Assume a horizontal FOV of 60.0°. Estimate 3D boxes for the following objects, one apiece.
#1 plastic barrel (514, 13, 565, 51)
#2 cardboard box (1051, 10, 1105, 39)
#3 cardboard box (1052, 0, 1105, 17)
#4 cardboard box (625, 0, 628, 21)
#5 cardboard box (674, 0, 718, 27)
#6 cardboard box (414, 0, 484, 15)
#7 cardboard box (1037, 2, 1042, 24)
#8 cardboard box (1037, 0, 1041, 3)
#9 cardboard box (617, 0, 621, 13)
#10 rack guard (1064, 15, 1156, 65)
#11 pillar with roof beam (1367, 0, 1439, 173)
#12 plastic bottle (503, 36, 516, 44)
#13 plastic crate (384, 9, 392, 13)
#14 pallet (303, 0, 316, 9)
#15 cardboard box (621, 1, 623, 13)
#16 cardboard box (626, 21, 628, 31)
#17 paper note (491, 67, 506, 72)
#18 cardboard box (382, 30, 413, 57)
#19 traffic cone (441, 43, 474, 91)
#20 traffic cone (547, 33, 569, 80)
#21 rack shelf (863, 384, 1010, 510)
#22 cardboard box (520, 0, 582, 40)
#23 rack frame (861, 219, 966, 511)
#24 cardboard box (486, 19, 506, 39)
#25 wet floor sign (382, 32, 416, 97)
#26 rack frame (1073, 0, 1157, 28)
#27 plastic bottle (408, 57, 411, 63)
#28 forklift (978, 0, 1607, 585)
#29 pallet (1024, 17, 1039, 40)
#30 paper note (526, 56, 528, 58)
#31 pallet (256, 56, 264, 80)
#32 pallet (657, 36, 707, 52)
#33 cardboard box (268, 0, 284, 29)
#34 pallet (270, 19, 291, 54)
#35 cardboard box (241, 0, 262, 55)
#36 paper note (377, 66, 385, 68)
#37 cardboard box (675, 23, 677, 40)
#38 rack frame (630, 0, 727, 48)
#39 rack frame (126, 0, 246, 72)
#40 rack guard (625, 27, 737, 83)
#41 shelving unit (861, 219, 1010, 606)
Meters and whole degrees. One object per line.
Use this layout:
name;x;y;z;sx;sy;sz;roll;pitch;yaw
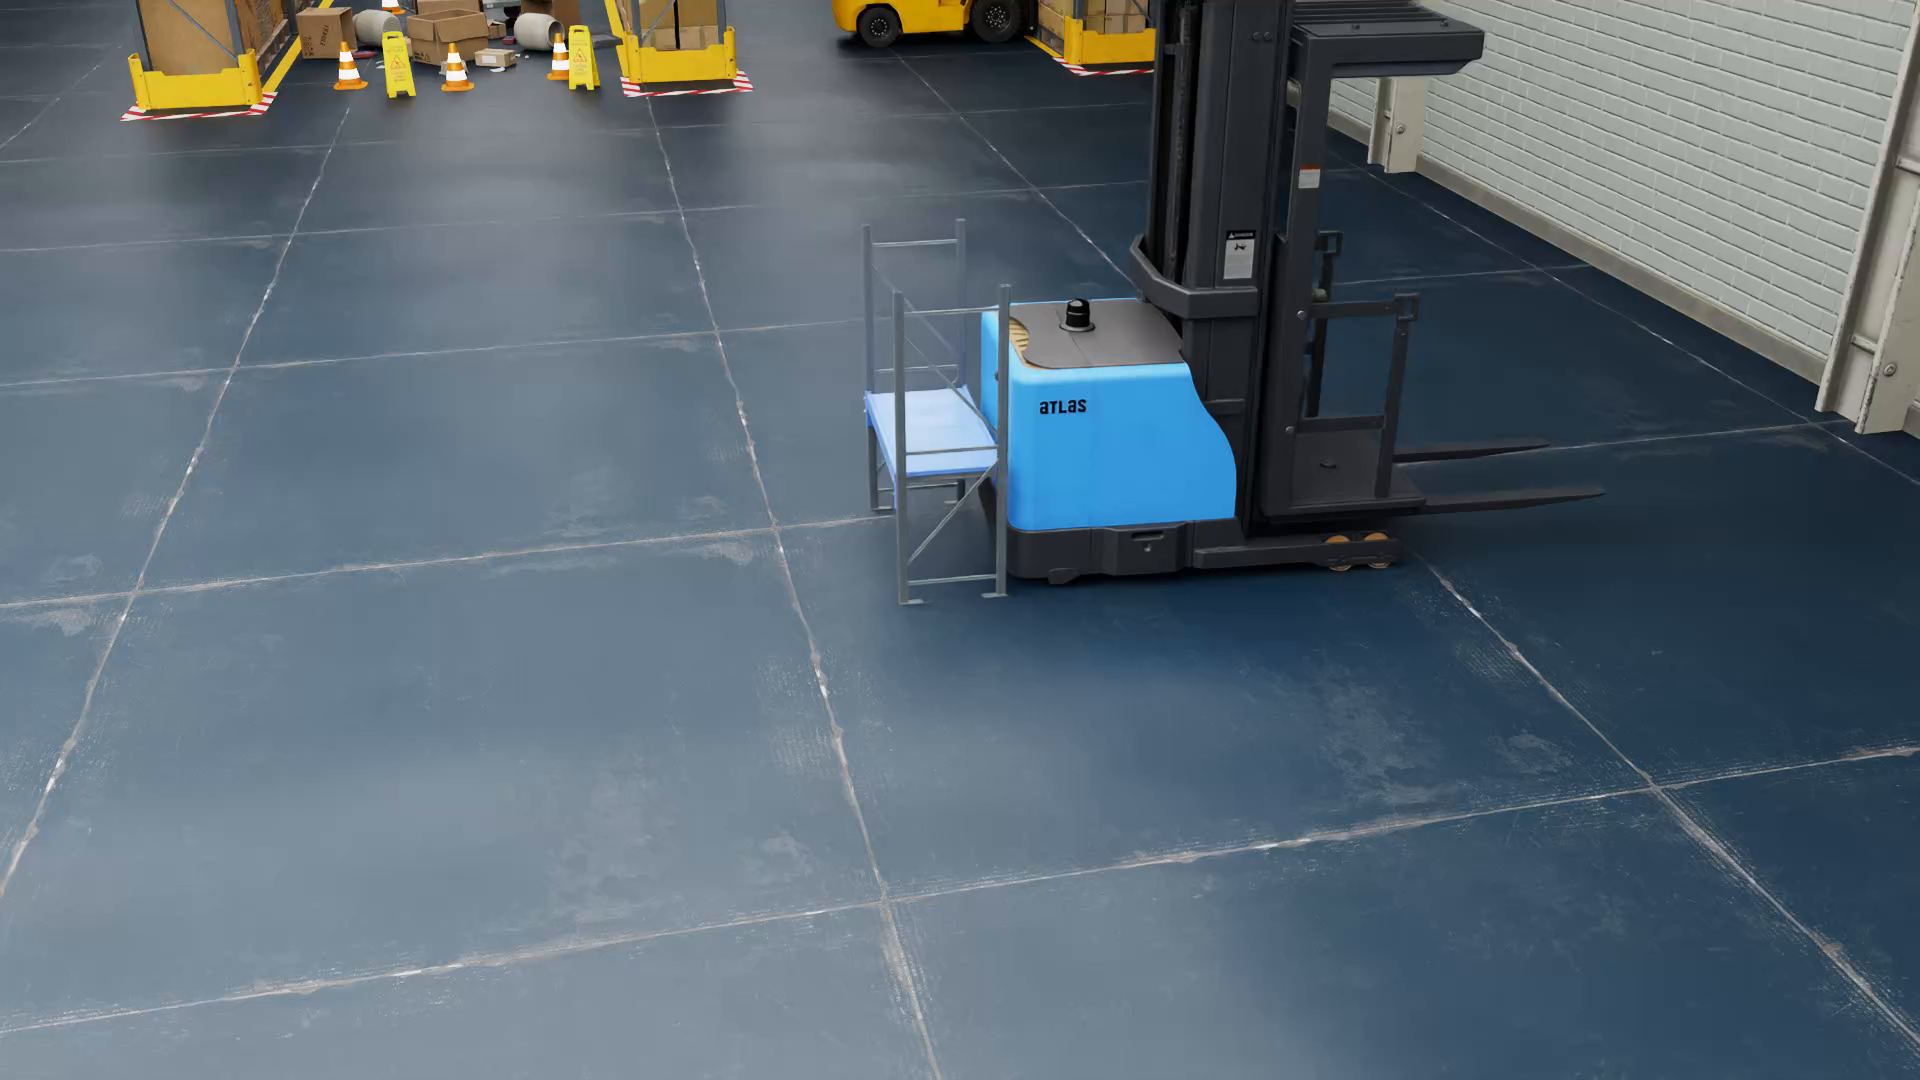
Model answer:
plastic barrel;-4.982;-6.011;19.690;0.512;0.421;0.421;13;30;24
cardboard box;1.380;-6.048;19.490;0.500;0.250;0.500;-6;27;-11
cardboard box;1.380;-6.279;19.392;0.500;0.250;0.500;-6;27;-12
cardboard box;-3.597;-6.257;19.071;0.500;0.500;0.500;-5;27;-10
cardboard box;-2.960;-6.096;18.752;0.500;0.500;0.500;-7;28;-13
cardboard box;-6.123;-6.278;19.980;0.797;0.637;0.503;-6;27;-12
cardboard box;1.173;-6.488;20.361;0.500;0.250;0.500;-6;27;-11
cardboard box;1.140;-6.725;20.276;0.500;0.250;0.500;-7;28;-13
cardboard box;-4.073;-6.838;21.054;0.500;0.250;0.500;-7;28;-14
rack guard;1.799;-5.788;19.162;1.175;0.500;0.348;-6;27;-12
pillar with roof beam;-0.327;-6.918;11.970;9.100;9.000;0.400;-6;27;-12
plastic bottle;-5.479;-6.096;20.259;0.133;0.061;0.283;-1;27;-3
plastic crate;-7.427;-6.445;20.746;0.450;0.188;0.662;-2;25;20
pallet;-9.268;-7.240;22.361;1.003;0.211;1.213;-6;27;-12
cardboard box;-3.819;-6.372;20.131;0.500;0.250;0.500;-6;27;-12
cardboard box;-3.595;-5.924;19.244;0.500;0.250;0.500;-6;27;-11
paper note;-5.194;-5.296;18.708;0.148;0.019;0.142;-16;31;-29
cardboard box;-6.561;-5.829;19.505;0.396;0.266;0.258;-1;27;-3
traffic cone;-5.400;-5.072;17.785;0.336;0.463;0.334;-6;27;-12
traffic cone;-4.395;-5.334;18.304;0.336;0.463;0.334;-6;27;-12
rack shelf;-0.127;-0.458;7.892;0.538;0.185;1.000;-5;27;-9
cardboard box;-5.027;-6.441;20.454;0.500;0.500;0.500;13;30;24
rack frame;-0.219;-0.844;8.258;0.500;1.500;0.032;-5;27;-9
cardboard box;-5.850;-6.368;20.573;0.396;0.266;0.258;19;32;32
wet floor sign;-5.906;-4.999;17.438;0.267;0.644;0.232;-11;29;-20
rack frame;1.794;-6.914;18.620;1.000;3.000;0.127;-6;27;-12
plastic bottle;-6.441;-5.544;19.166;0.133;0.061;0.283;-16;31;-29
forklift;1.654;-1.392;7.755;3.031;2.935;1.130;-4;27;-8
pallet;1.309;-6.535;20.964;1.003;0.211;1.213;-6;27;-12
paper note;-5.061;-5.650;19.432;0.032;0.001;0.123;-6;27;-12
pallet;-8.098;-4.960;17.842;1.003;0.211;1.213;-6;27;-12
pallet;-3.207;-5.557;19.026;1.003;0.211;1.213;-6;27;-12
cardboard box;-8.669;-6.573;19.836;0.875;0.875;0.875;-6;27;-11
pallet;-8.648;-6.031;19.964;1.003;0.211;1.213;-6;27;-12
cardboard box;-8.259;-5.777;18.260;0.875;0.875;0.875;-6;27;-12
paper note;-6.531;-5.378;18.873;0.144;0.017;0.142;3;27;6
cardboard box;-3.061;-5.976;19.345;0.500;0.250;0.500;-5;27;-10
rack frame;-3.041;-6.408;17.618;1.000;3.000;0.127;-6;27;-12
rack frame;-7.841;-5.861;16.534;1.000;3.000;0.127;-6;27;-12
rack guard;-3.059;-5.326;18.247;1.175;0.500;0.348;-6;27;-12
shelving unit;-0.127;-0.619;7.811;0.538;1.500;1.048;-5;27;-9
